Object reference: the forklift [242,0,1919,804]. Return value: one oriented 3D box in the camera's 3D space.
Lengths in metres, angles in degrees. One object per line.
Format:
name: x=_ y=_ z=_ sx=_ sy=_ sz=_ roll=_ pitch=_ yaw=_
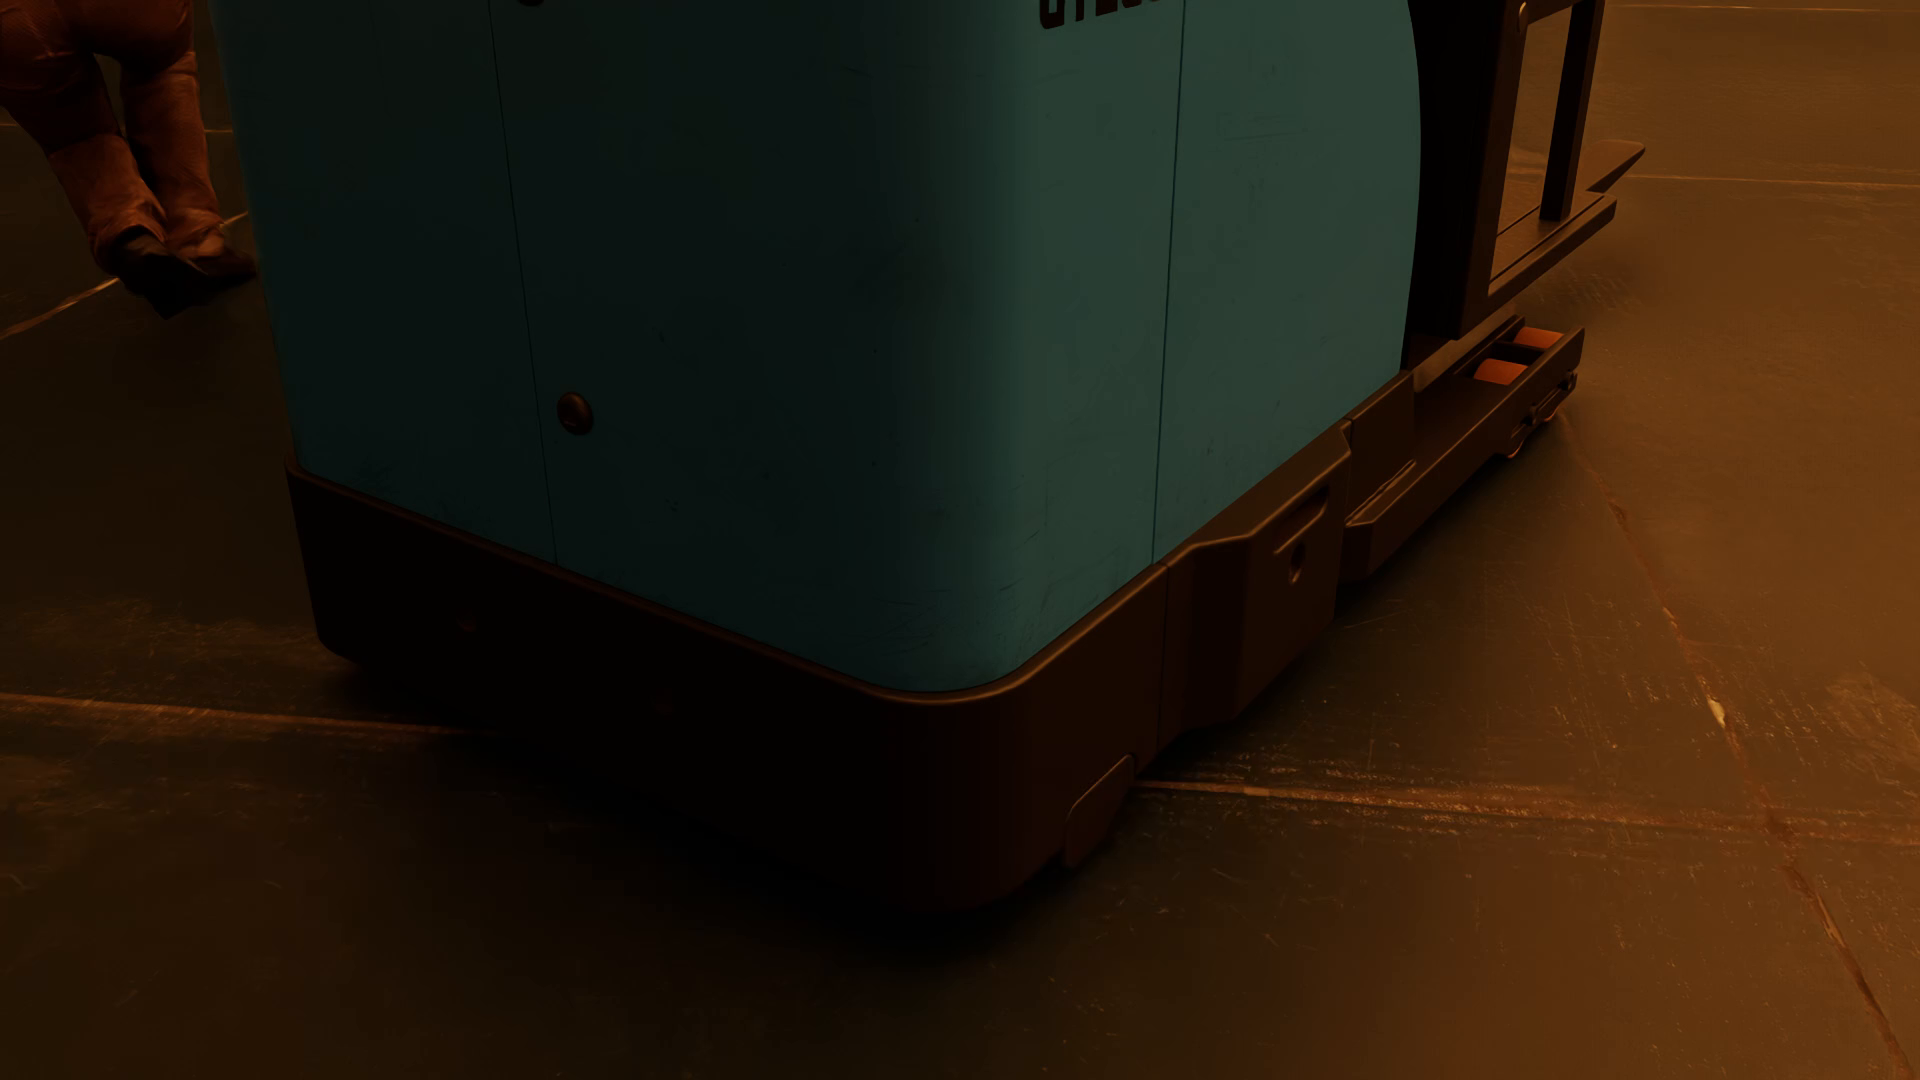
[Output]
forklift: x=0.619 y=-1.414 z=2.051 sx=3.031 sy=2.935 sz=1.130 roll=-9 pitch=28 yaw=-18
